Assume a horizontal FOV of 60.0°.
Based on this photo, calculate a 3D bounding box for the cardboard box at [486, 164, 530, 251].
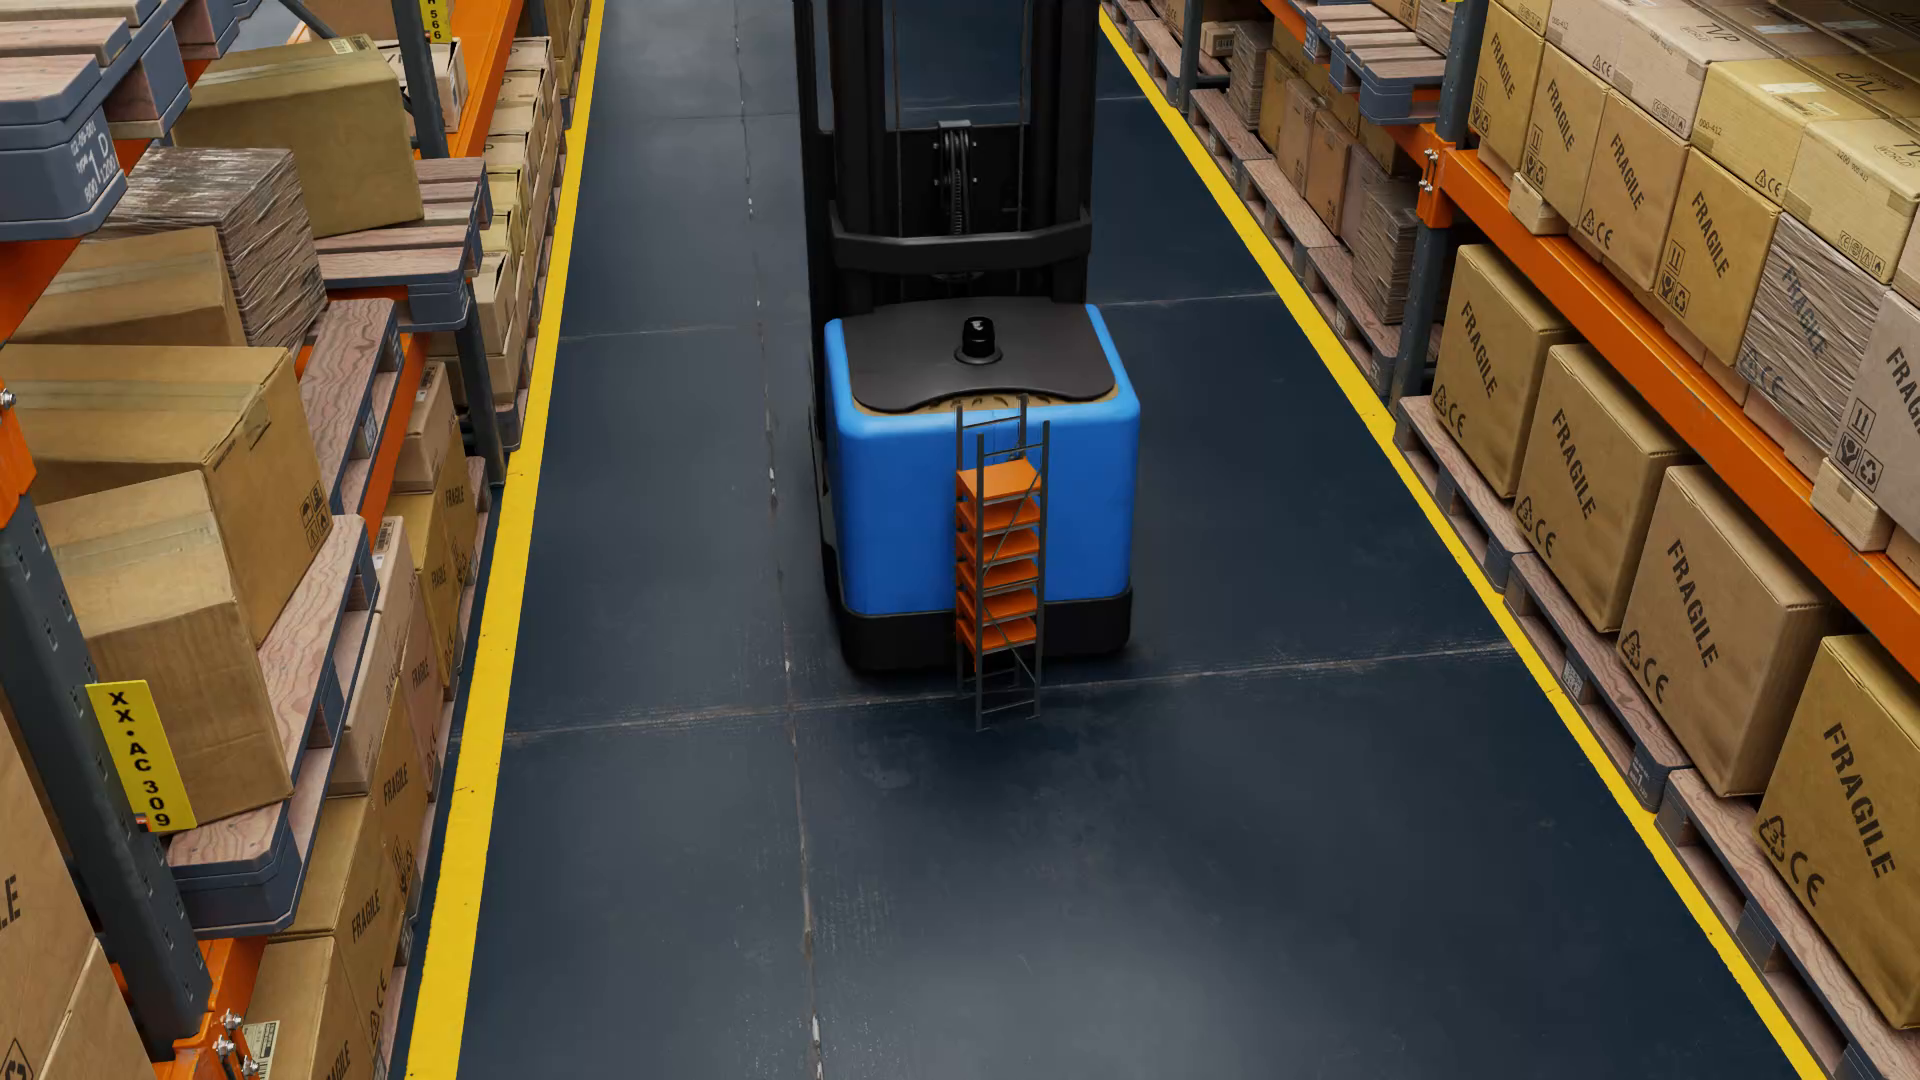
[{"bbox_3d":[-2.369,-1.624,8.040,0.500,0.311,0.500,-5,35,-8],"label":"cardboard box"}]

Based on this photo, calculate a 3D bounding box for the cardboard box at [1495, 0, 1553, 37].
[{"bbox_3d":[2.274,-2.034,6.034,0.500,0.250,0.500,-4,34,-5],"label":"cardboard box"}]

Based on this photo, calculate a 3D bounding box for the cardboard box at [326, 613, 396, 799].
[{"bbox_3d":[-1.864,0.464,4.569,0.500,0.250,0.500,-4,35,-6],"label":"cardboard box"}]

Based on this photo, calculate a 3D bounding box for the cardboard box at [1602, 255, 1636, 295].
[{"bbox_3d":[2.456,-0.972,5.718,0.380,0.149,0.250,-4,34,-5],"label":"cardboard box"}]

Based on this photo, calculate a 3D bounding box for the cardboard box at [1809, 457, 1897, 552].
[{"bbox_3d":[2.535,-0.110,4.453,0.380,0.149,0.250,-4,35,-6],"label":"cardboard box"}]

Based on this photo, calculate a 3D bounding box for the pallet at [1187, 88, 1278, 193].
[{"bbox_3d":[2.033,-2.486,10.210,1.003,0.211,1.213,-4,35,-6],"label":"pallet"}]

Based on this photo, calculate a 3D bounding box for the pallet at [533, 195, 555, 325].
[{"bbox_3d":[-2.677,-1.452,8.694,1.003,0.211,1.213,-4,35,-6],"label":"pallet"}]

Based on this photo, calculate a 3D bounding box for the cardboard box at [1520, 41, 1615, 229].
[{"bbox_3d":[2.337,-1.429,5.813,0.500,0.500,0.500,-3,34,-5],"label":"cardboard box"}]

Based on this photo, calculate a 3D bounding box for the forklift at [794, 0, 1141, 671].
[{"bbox_3d":[-0.078,-1.560,6.437,1.130,2.935,3.031,-4,34,-6],"label":"forklift"}]

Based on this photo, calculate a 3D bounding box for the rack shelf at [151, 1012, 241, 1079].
[{"bbox_3d":[-1.637,2.183,1.523,1.077,0.370,4.000,-4,35,-6],"label":"rack shelf"}]

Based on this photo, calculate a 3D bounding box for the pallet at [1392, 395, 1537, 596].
[{"bbox_3d":[2.496,-0.242,6.918,1.003,0.211,1.213,-4,35,-6],"label":"pallet"}]

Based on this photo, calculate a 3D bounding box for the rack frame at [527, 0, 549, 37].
[{"bbox_3d":[-2.982,-3.695,9.508,1.000,3.000,0.127,-4,35,-6],"label":"rack frame"}]

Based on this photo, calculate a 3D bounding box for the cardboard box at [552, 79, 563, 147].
[{"bbox_3d":[-2.639,-2.523,9.857,0.500,0.250,0.500,-5,35,-7],"label":"cardboard box"}]

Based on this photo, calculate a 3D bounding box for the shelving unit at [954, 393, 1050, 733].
[{"bbox_3d":[0.134,0.100,5.538,0.258,1.200,0.189,-12,36,-17],"label":"shelving unit"}]

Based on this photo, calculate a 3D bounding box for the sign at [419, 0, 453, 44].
[{"bbox_3d":[-1.907,-1.955,5.997,0.100,0.325,0.005,-4,35,-6],"label":"sign"}]

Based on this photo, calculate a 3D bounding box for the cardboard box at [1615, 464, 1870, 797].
[{"bbox_3d":[2.664,0.258,5.244,0.750,0.750,0.750,-3,34,-5],"label":"cardboard box"}]

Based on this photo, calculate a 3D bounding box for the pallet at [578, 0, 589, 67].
[{"bbox_3d":[-3.215,-3.672,11.951,1.003,0.211,1.213,-4,35,-6],"label":"pallet"}]

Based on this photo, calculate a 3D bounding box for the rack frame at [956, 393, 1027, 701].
[{"bbox_3d":[0.101,0.051,5.609,0.240,1.200,0.006,-12,36,-17],"label":"rack frame"}]

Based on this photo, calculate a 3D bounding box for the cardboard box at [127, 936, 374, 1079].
[{"bbox_3d":[-1.730,1.332,3.961,0.500,0.500,0.500,-6,35,-9],"label":"cardboard box"}]

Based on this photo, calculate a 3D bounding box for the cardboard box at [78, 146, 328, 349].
[{"bbox_3d":[-2.314,-0.810,4.813,0.700,0.500,0.500,2,34,3],"label":"cardboard box"}]

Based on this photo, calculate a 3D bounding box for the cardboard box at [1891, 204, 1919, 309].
[{"bbox_3d":[2.627,-0.618,3.956,0.500,0.250,0.500,-4,34,-5],"label":"cardboard box"}]

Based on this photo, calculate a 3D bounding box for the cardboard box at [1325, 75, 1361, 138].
[{"bbox_3d":[2.227,-2.306,8.634,0.500,0.250,0.500,-5,35,-7],"label":"cardboard box"}]

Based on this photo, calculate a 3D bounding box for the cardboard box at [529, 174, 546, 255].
[{"bbox_3d":[-2.436,-1.671,8.607,0.500,0.250,0.500,-4,34,-5],"label":"cardboard box"}]

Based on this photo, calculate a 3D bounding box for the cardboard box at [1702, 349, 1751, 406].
[{"bbox_3d":[2.524,-0.541,5.086,0.380,0.149,0.250,-3,34,-5],"label":"cardboard box"}]

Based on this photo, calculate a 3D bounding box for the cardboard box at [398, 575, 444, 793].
[{"bbox_3d":[-1.939,0.474,5.220,0.500,0.500,0.500,-6,35,-8],"label":"cardboard box"}]

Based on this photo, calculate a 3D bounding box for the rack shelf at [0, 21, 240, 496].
[{"bbox_3d":[-2.175,-1.289,3.953,1.077,0.370,4.000,-4,35,-6],"label":"rack shelf"}]

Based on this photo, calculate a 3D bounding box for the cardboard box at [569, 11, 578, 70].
[{"bbox_3d":[-2.806,-3.293,10.988,0.500,0.250,0.500,-4,35,-6],"label":"cardboard box"}]

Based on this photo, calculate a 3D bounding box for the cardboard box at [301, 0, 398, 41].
[{"bbox_3d":[-2.686,-2.439,7.577,0.500,0.500,0.500,-6,35,-9],"label":"cardboard box"}]

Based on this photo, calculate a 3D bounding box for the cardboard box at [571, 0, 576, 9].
[{"bbox_3d":[-2.869,-3.883,11.187,0.500,0.500,0.500,-4,35,-6],"label":"cardboard box"}]

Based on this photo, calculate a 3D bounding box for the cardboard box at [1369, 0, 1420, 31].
[{"bbox_3d":[2.289,-2.635,7.473,0.700,0.500,0.500,-8,35,-11],"label":"cardboard box"}]

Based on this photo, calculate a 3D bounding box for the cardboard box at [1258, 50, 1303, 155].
[{"bbox_3d":[2.161,-2.527,9.624,0.700,0.500,0.500,-5,35,-7],"label":"cardboard box"}]

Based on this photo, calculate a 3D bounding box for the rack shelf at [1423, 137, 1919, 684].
[{"bbox_3d":[2.733,-0.427,5.352,1.077,0.370,4.000,-4,35,-6],"label":"rack shelf"}]

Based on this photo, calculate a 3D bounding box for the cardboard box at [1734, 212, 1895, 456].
[{"bbox_3d":[2.553,-0.584,4.573,0.500,0.500,0.500,-4,35,-6],"label":"cardboard box"}]

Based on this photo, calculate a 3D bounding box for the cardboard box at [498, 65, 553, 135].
[{"bbox_3d":[-2.567,-2.470,9.281,0.500,0.311,0.500,-3,34,-5],"label":"cardboard box"}]

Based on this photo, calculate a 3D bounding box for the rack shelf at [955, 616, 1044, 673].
[{"bbox_3d":[0.134,0.335,5.698,0.258,0.103,0.180,-12,36,-17],"label":"rack shelf"}]

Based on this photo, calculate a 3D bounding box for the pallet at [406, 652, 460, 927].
[{"bbox_3d":[-2.220,0.788,5.406,1.003,0.211,1.213,-4,35,-6],"label":"pallet"}]

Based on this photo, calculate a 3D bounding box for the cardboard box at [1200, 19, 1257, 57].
[{"bbox_3d":[1.825,-3.380,11.171,0.380,0.166,0.250,-9,35,-13],"label":"cardboard box"}]

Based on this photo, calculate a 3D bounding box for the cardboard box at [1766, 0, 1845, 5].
[{"bbox_3d":[2.848,-1.800,5.691,0.500,0.250,0.500,-5,35,-8],"label":"cardboard box"}]

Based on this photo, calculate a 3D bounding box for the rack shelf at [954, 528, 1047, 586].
[{"bbox_3d":[0.134,0.037,5.496,0.258,0.103,0.180,-12,36,-17],"label":"rack shelf"}]

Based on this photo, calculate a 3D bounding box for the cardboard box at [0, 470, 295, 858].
[{"bbox_3d":[-1.748,0.273,3.224,0.700,0.500,0.500,-16,37,-22],"label":"cardboard box"}]

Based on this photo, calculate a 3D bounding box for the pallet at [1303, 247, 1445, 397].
[{"bbox_3d":[2.361,-1.124,8.212,1.003,0.211,1.213,-4,35,-6],"label":"pallet"}]

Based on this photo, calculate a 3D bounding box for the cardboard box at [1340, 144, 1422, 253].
[{"bbox_3d":[2.362,-1.683,8.385,0.700,0.500,0.500,-4,35,-6],"label":"cardboard box"}]

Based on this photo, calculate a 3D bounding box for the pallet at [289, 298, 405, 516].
[{"bbox_3d":[-2.178,-0.299,4.695,1.003,0.211,1.213,-4,35,-6],"label":"pallet"}]

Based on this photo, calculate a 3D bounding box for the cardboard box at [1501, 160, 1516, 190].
[{"bbox_3d":[2.304,-1.402,6.349,0.380,0.149,0.250,-4,34,-6],"label":"cardboard box"}]

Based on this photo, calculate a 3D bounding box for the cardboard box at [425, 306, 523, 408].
[{"bbox_3d":[-2.223,-0.815,7.351,0.500,0.250,0.500,-4,35,-7],"label":"cardboard box"}]

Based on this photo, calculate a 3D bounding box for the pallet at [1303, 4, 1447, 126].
[{"bbox_3d":[2.263,-2.150,7.412,1.213,0.211,1.003,-4,35,-6],"label":"pallet"}]
